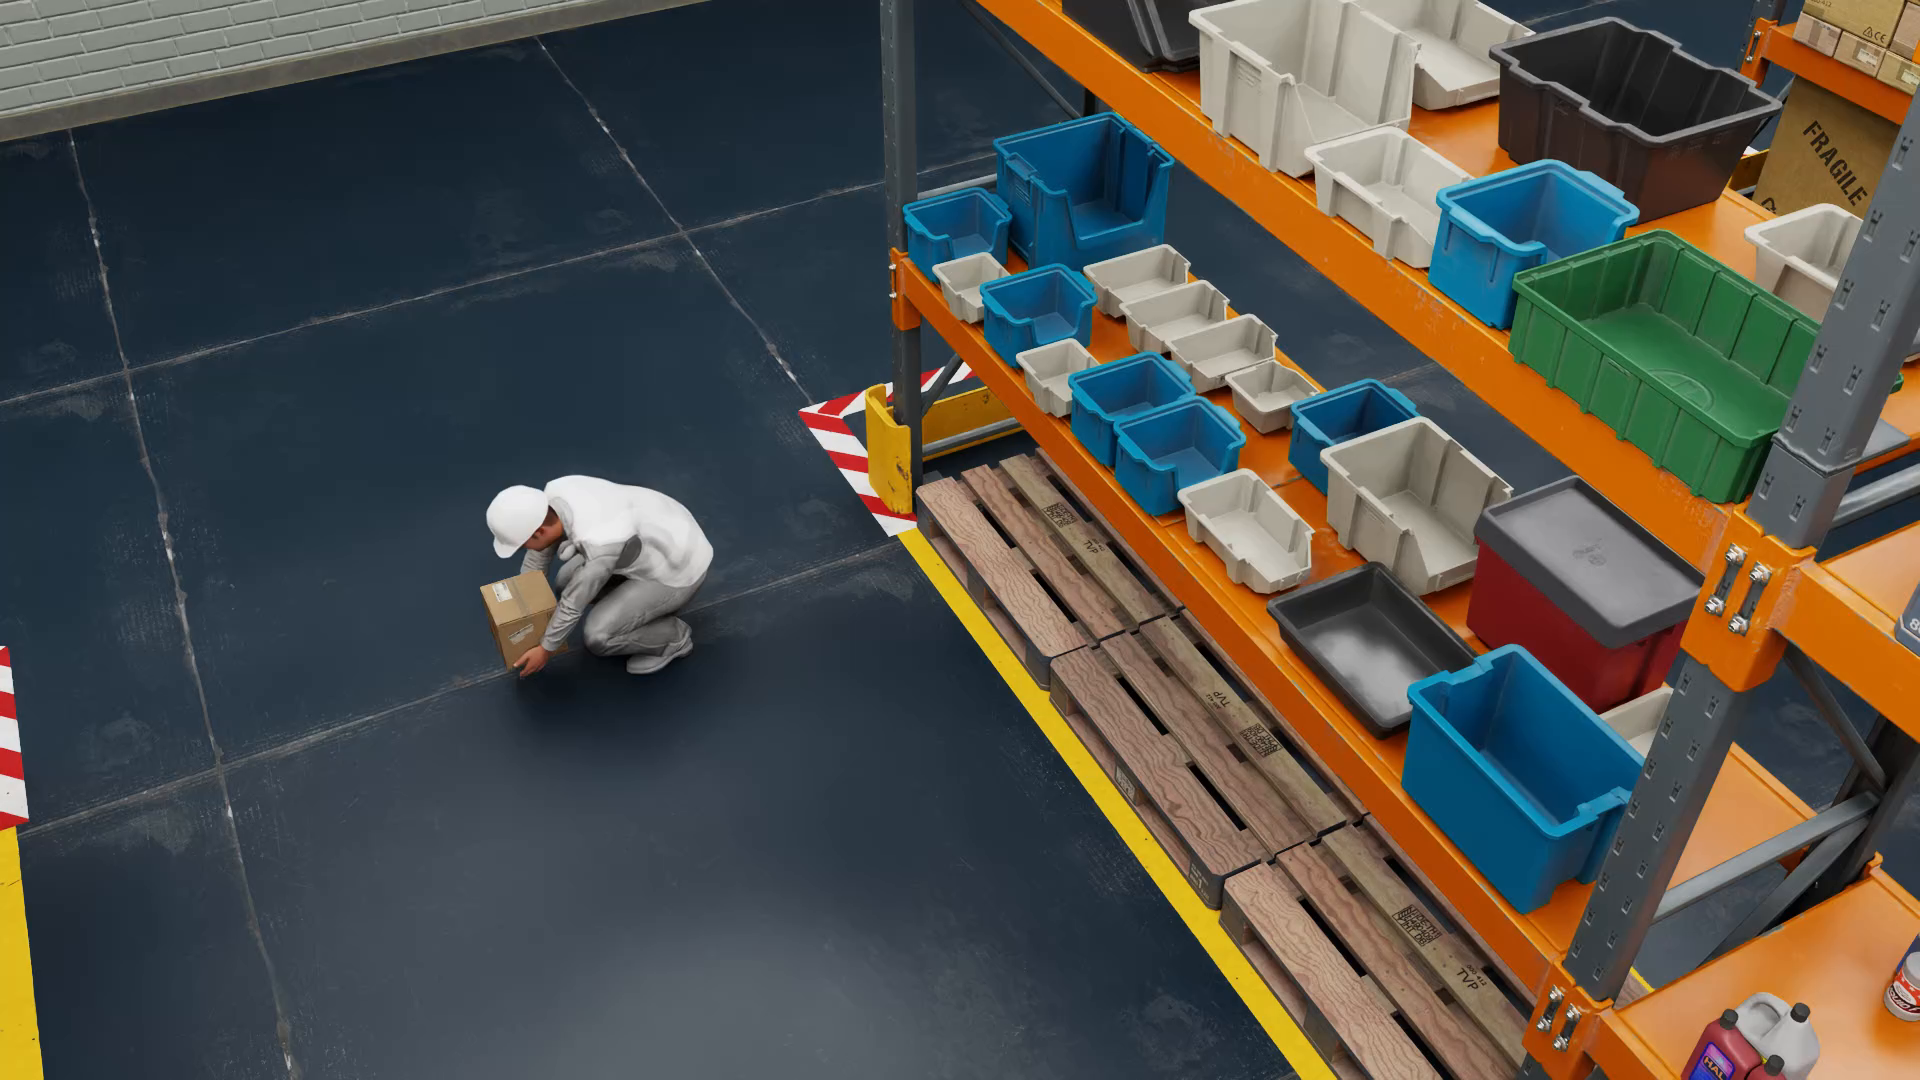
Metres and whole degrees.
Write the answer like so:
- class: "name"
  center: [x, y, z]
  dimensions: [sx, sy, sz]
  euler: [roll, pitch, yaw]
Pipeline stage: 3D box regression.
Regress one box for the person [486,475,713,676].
- class: "person"
  center: [-1.435, 0.087, 6.635]
  dimensions: [0.881, 1.011, 0.525]
  euler: [-19, 45, -21]
